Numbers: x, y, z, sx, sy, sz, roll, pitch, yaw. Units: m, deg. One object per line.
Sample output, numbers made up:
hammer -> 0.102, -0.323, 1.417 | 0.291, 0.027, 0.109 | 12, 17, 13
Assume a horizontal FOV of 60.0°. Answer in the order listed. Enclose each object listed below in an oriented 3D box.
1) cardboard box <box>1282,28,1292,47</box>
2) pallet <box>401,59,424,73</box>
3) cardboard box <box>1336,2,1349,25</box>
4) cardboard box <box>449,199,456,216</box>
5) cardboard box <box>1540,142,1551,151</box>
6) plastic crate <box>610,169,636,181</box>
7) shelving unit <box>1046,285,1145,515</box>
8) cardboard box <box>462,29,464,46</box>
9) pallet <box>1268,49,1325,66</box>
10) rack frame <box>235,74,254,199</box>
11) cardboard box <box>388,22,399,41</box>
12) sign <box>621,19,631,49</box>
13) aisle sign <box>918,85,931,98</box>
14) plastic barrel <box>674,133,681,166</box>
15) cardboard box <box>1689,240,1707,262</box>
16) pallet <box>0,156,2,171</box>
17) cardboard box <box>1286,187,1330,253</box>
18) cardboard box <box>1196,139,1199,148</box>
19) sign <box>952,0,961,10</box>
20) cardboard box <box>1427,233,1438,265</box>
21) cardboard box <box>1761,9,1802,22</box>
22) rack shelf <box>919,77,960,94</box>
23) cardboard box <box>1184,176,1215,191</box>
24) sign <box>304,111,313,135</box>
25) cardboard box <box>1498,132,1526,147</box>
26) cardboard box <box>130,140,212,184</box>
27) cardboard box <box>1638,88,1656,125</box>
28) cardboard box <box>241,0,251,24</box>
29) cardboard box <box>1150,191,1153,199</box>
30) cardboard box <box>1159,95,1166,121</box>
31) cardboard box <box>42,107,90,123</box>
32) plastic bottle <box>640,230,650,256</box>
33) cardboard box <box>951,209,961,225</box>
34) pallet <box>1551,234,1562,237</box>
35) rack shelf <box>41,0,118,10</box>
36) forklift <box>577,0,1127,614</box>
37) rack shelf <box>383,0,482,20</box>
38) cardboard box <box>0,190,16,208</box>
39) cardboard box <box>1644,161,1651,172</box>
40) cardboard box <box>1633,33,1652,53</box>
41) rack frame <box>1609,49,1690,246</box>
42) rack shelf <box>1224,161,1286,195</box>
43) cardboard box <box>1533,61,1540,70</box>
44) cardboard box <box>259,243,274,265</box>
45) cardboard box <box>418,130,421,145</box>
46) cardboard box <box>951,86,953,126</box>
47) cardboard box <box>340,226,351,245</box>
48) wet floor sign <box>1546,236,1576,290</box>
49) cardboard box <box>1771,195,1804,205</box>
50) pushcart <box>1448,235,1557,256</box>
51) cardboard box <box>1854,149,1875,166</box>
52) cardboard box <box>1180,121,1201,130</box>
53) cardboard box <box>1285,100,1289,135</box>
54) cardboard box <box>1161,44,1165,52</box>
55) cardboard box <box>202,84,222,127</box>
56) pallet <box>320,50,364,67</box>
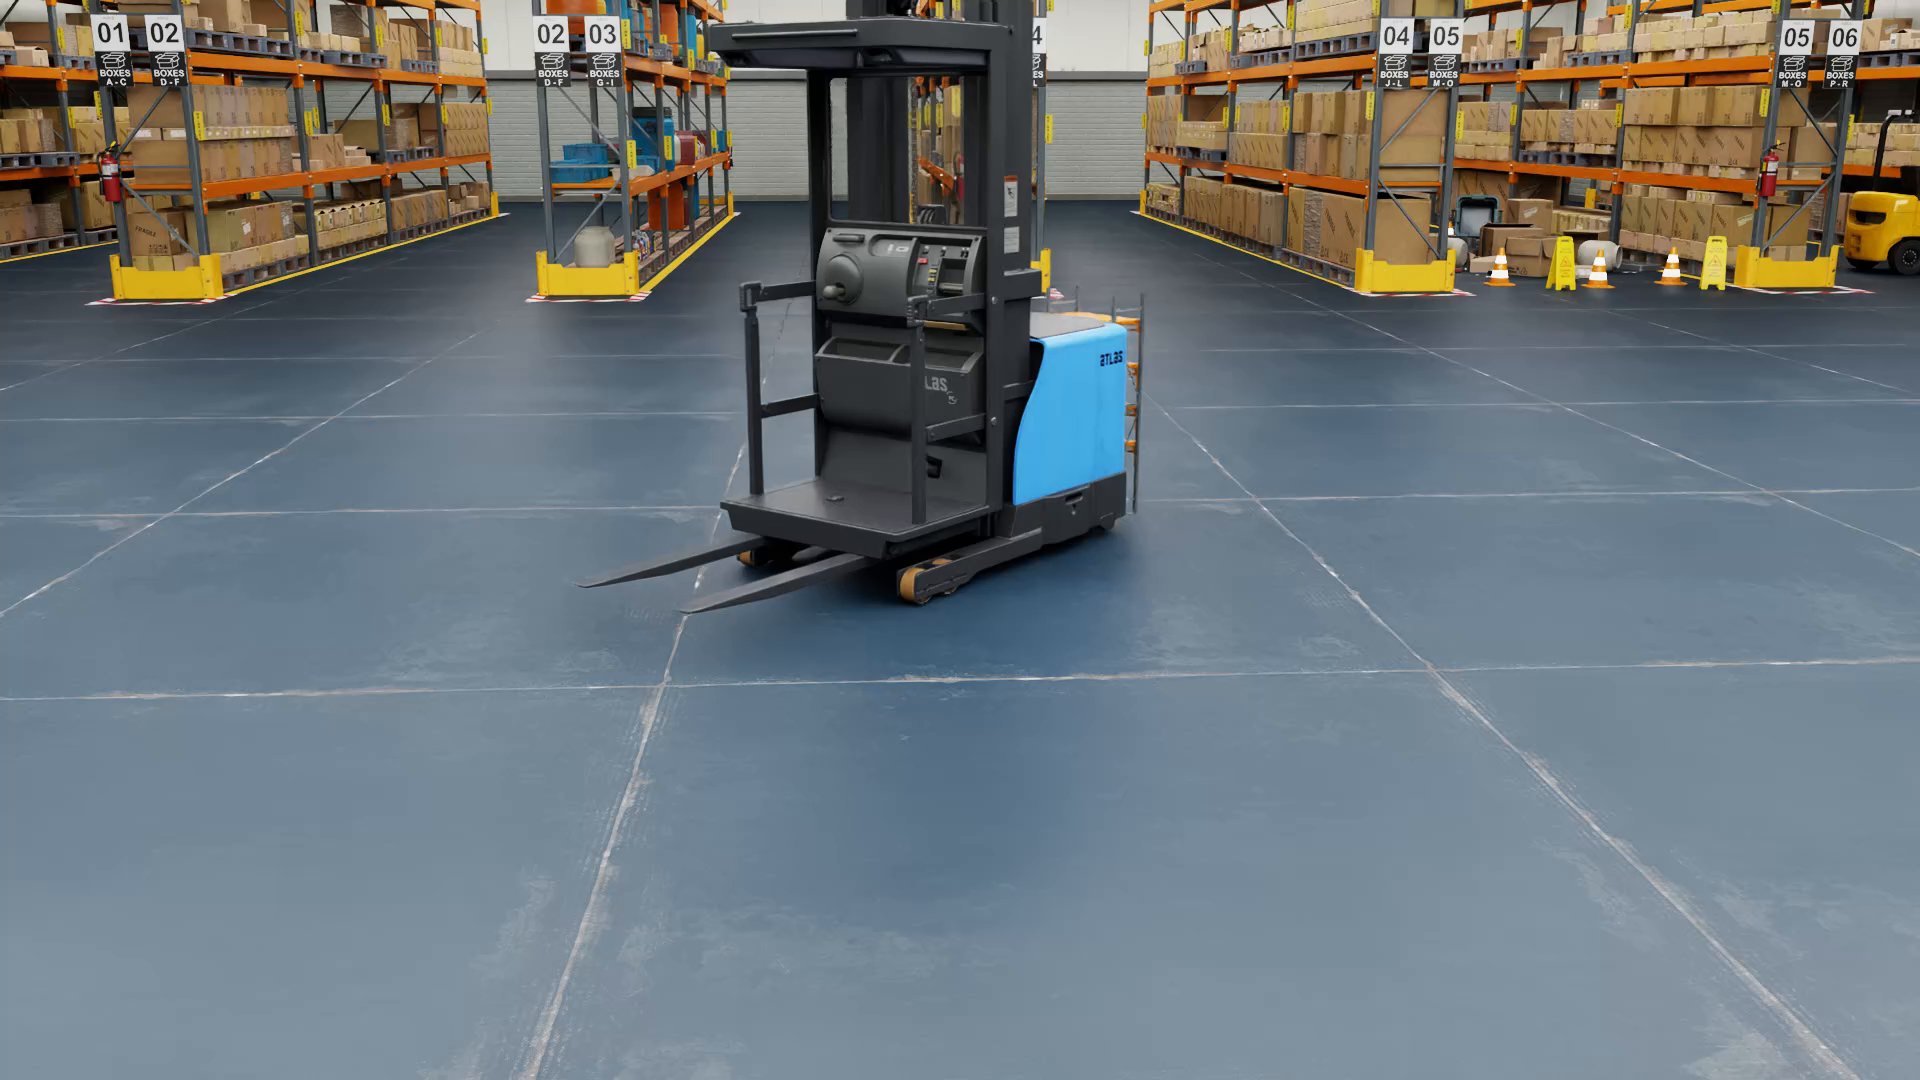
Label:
cardboard box -> 5.018, -7.342, 24.278 | 0.500, 0.250, 0.500 | -1, 14, -3
pallet -> -10.080, -8.263, 28.979 | 1.213, 0.211, 1.003 | -1, 14, -3
cardboard box -> 5.100, -6.684, 21.126 | 0.500, 0.250, 0.500 | -1, 14, -4
cardboard box -> -9.928, -6.341, 31.666 | 0.500, 0.311, 0.500 | -1, 14, -3
cardboard box -> 9.694, -6.422, 27.130 | 0.380, 0.149, 0.250 | -1, 14, -3
plastic crate -> -4.165, -4.514, 20.578 | 0.298, 0.136, 0.250 | -1, 14, -3
shelving unit -> 0.718, -0.756, 9.047 | 0.258, 1.200, 0.503 | -11, 18, -40
cardboard box -> -10.371, -10.050, 33.338 | 0.700, 0.500, 0.500 | -1, 14, -3
pallet -> 5.116, -7.124, 24.558 | 0.805, 0.209, 1.217 | -1, 15, -6
rack frame -> -15.310, -8.240, 34.532 | 1.000, 3.000, 0.127 | -1, 14, -3
cardboard box -> -10.075, -8.617, 28.735 | 0.600, 0.600, 0.600 | -1, 15, -6
sign -> -3.881, -5.878, 19.315 | 0.100, 0.325, 0.005 | -1, 14, -3
aisle sign -> -0.782, -9.742, 35.151 | 0.394, 0.787, 0.004 | -1, 14, -3
plastic barrel -> -4.649, -6.205, 26.398 | 0.421, 0.512, 0.421 | 0, 14, 0
cardboard box -> 10.061, -3.841, 22.110 | 0.500, 0.250, 0.500 | -1, 14, -3
pallet -> -14.468, -5.355, 23.704 | 1.003, 0.211, 1.213 | -1, 14, -3
cardboard box -> 5.191, -4.553, 23.625 | 0.875, 0.875, 0.875 | -1, 14, -3
cardboard box -> 4.410, -7.048, 29.559 | 0.380, 0.149, 0.250 | 0, 14, -2
sign -> -0.042, -6.368, 19.460 | 0.100, 0.325, 0.005 | -1, 14, -3
cardboard box -> 6.342, -3.957, 22.897 | 0.500, 0.500, 0.500 | 2, 15, 6
cardboard box -> 10.088, -6.440, 20.420 | 0.380, 0.149, 0.250 | -1, 14, -3
rack shelf -> -0.107, -8.082, 29.340 | 1.077, 0.370, 4.000 | -1, 14, -3
cardboard box -> 4.508, -6.694, 31.193 | 0.500, 0.250, 0.500 | -2, 15, -6
sign -> -9.069, -5.800, 23.151 | 0.100, 0.325, 0.005 | -1, 14, -3
cardboard box -> 9.625, -6.919, 28.695 | 0.500, 0.250, 0.500 | -1, 14, -4
cardboard box -> -9.391, -4.503, 19.807 | 0.700, 0.500, 0.500 | -1, 14, -3
cardboard box -> 9.977, -6.075, 23.312 | 0.700, 0.500, 0.500 | -1, 14, -3
cardboard box -> -9.854, -6.976, 22.275 | 0.500, 0.500, 0.500 | 0, 14, 1
cardboard box -> 4.215, -7.284, 35.100 | 0.380, 0.149, 0.250 | -1, 14, -4
cardboard box -> 4.324, -8.700, 33.516 | 0.500, 0.500, 0.500 | -1, 14, -5
cardboard box -> -14.587, -6.940, 27.136 | 0.500, 0.250, 0.500 | -1, 14, -2
plastic bottle -> -4.319, -4.055, 22.700 | 0.144, 0.351, 0.185 | -1, 14, -4
cardboard box -> 0.249, -4.641, 24.676 | 0.700, 0.500, 0.500 | -2, 15, -8
pallet -> 10.028, -4.785, 26.701 | 1.003, 0.211, 1.213 | -1, 14, -3
rack shelf -> -14.938, -9.111, 28.125 | 1.077, 0.370, 4.000 | -1, 14, -3
forklift -> -0.417, -1.270, 7.580 | 1.130, 2.935, 3.031 | 11, 18, 36
rack shelf -> -10.242, -10.375, 32.242 | 1.077, 0.370, 4.000 | -1, 14, -3
cardboard box -> -14.708, -5.167, 25.218 | 0.500, 0.250, 0.500 | -1, 14, -4
cardboard box -> 9.970, -5.305, 23.631 | 0.380, 0.149, 0.250 | -1, 14, -4
cardboard box -> 9.910, -7.048, 23.585 | 0.500, 0.250, 0.500 | -1, 14, -5
rack frame -> 10.156, -5.638, 24.419 | 1.000, 3.000, 0.127 | -1, 14, -3
rack shelf -> 5.098, -5.685, 26.047 | 1.077, 0.370, 4.000 | -1, 14, -3
cardboard box -> 9.758, -7.883, 27.628 | 0.380, 0.149, 0.250 | -1, 14, -3
cardboard box -> -9.277, -3.720, 21.639 | 0.500, 0.250, 0.500 | -1, 14, -3
cardboard box -> -10.405, -7.491, 31.422 | 0.500, 0.500, 0.500 | -1, 14, -3
cardboard box -> 0.144, -5.673, 21.751 | 0.500, 0.500, 0.500 | -1, 14, -3
cardboard box -> -9.465, -4.565, 24.924 | 0.500, 0.250, 0.500 | -1, 14, -5
wet floor sign -> 7.448, -3.425, 20.542 | 0.267, 0.644, 0.232 | -3, 15, -13
cardboard box -> 14.621, -5.805, 29.242 | 0.500, 0.500, 0.500 | 0, 14, -2
pushcart -> 7.884, -4.320, 24.561 | 1.648, 0.377, 0.936 | -6, 16, -23
cardboard box -> 14.741, -6.141, 26.677 | 0.500, 0.250, 0.500 | 0, 14, -2
cardboard box -> 4.315, -7.722, 30.985 | 0.380, 0.149, 0.250 | 0, 14, -2
cardboard box -> 5.185, -6.192, 24.367 | 0.700, 0.500, 0.500 | -1, 14, -4
cardboard box -> 4.270, -9.930, 33.577 | 0.380, 0.149, 0.250 | 0, 14, -2
cardboard box -> -9.432, -5.275, 20.205 | 0.700, 0.500, 0.500 | -1, 14, -5
pallet -> -9.667, -7.244, 25.019 | 1.003, 0.211, 1.213 | 0, 14, -1
